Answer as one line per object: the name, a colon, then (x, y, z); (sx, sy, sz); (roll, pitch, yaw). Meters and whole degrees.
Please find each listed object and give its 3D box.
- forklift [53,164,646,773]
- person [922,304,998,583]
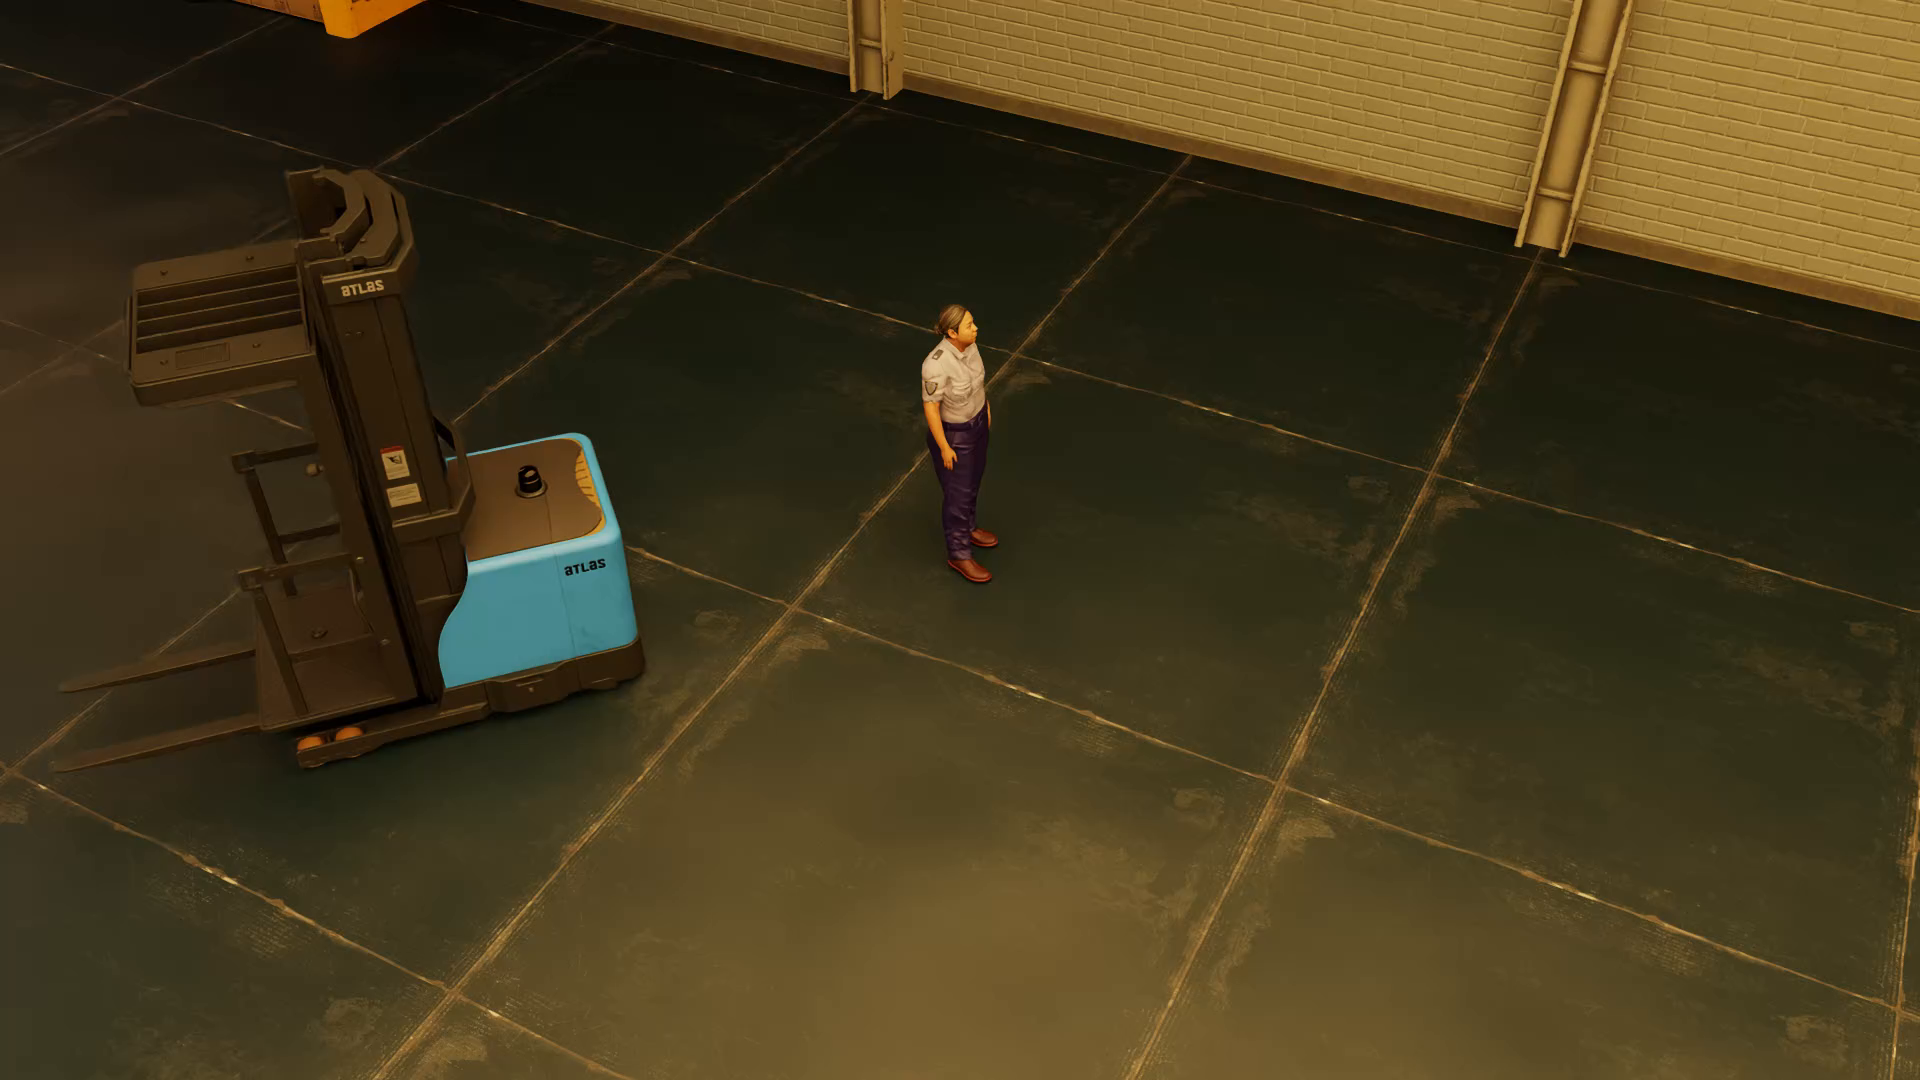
forklift: (-3.335, -0.302, 8.345); (3.031, 2.935, 1.130); (-13, 42, -15)
person: (0.069, -0.597, 9.679); (0.503, 1.651, 0.598); (18, 43, 21)
